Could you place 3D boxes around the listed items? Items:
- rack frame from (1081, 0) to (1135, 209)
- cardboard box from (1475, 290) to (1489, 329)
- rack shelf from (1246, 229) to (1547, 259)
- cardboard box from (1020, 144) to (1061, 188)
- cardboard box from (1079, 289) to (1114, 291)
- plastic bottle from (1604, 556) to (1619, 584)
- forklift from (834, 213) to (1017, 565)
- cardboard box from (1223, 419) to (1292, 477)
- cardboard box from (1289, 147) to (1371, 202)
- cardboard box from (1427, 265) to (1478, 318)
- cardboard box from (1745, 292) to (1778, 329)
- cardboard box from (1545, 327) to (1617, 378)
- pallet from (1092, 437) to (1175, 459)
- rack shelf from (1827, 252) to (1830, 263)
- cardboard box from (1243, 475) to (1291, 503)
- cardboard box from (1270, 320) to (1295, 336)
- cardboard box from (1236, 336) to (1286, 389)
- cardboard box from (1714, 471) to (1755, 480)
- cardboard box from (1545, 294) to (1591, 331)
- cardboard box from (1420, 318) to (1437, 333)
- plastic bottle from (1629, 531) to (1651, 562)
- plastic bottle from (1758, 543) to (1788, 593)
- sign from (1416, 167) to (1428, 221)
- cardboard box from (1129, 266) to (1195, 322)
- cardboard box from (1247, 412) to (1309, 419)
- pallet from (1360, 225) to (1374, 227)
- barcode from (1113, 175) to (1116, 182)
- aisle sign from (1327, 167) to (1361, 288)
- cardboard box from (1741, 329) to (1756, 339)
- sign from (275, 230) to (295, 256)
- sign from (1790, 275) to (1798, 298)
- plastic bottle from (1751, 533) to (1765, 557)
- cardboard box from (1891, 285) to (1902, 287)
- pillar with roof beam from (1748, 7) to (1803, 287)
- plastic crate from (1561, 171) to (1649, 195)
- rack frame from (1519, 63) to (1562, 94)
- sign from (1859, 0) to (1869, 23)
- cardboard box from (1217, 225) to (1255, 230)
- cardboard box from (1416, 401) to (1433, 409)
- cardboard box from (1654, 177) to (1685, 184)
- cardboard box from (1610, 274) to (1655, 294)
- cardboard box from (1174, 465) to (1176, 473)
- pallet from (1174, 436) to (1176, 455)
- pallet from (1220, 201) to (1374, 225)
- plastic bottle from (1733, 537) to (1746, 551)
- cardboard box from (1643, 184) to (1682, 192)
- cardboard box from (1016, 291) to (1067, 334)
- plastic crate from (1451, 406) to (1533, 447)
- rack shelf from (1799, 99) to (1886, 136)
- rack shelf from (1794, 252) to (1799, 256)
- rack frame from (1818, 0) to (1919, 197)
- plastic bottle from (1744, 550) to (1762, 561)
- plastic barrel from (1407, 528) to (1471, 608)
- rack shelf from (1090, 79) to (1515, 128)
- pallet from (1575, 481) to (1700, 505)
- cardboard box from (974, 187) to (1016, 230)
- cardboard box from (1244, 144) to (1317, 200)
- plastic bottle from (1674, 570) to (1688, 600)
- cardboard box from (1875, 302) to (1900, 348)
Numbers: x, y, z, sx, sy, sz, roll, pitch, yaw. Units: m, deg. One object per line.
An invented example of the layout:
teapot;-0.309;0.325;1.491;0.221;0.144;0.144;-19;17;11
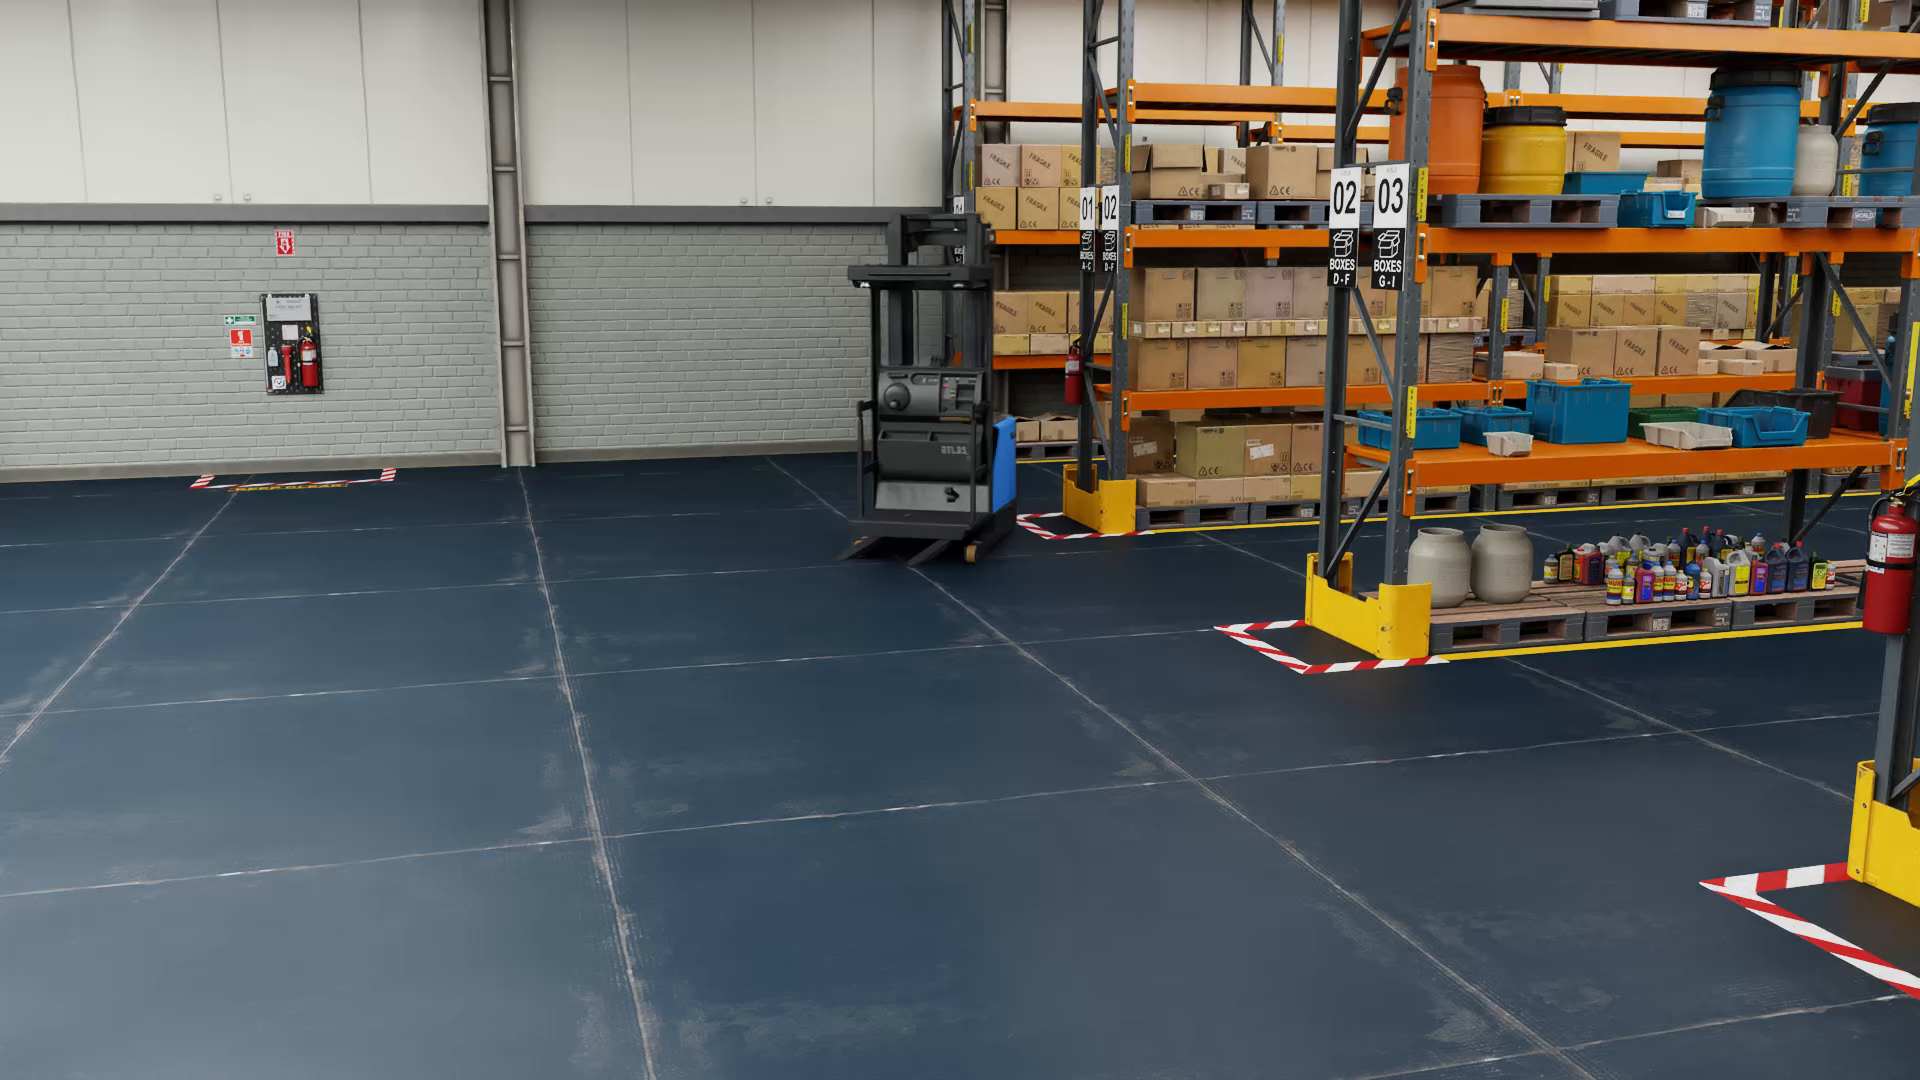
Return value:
rack frame;1.361;-4.590;15.331;0.127;3.000;1.000;-3;11;-16
cardboard box;6.677;-3.113;22.383;0.500;0.500;0.700;-4;11;-21
rack shelf;5.734;-3.926;21.993;4.000;0.370;1.077;-3;11;-16
cardboard box;0.907;-4.521;20.144;0.500;0.500;0.500;-3;11;-17
cardboard box;1.831;-2.943;21.238;0.500;0.500;0.500;-3;11;-15
plastic bottle;4.818;0.218;12.297;0.097;0.201;0.097;0;10;0
forklift;-0.307;-1.313;14.286;1.130;2.935;3.031;3;11;14
cardboard box;2.894;-0.905;16.243;0.500;0.500;0.500;-3;11;-16
cardboard box;3.585;-3.582;16.308;0.637;0.503;0.797;-2;11;-10
cardboard box;4.777;-2.506;16.719;0.500;0.500;0.700;-3;11;-16
cardboard box;11.122;-3.246;23.446;0.500;0.500;0.500;-3;11;-17
cardboard box;6.449;-1.954;17.305;0.500;0.500;0.500;-2;11;-12
pallet;2.005;-1.230;21.346;1.213;0.211;1.003;-3;11;-16
rack shelf;8.503;-2.204;12.638;4.000;0.370;1.077;-3;11;-16
cardboard box;2.897;-0.534;16.300;0.500;0.250;0.500;-3;11;-16
cardboard box;3.034;-2.056;16.067;0.250;0.149;0.380;-3;11;-17
cardboard box;2.794;-1.762;16.261;0.500;0.500;0.700;-3;11;-16
cardboard box;8.111;-0.803;17.764;0.500;0.250;0.500;-3;11;-17
cardboard box;8.192;-3.091;22.604;0.500;0.500;0.500;-3;11;-14
cardboard box;4.512;-2.134;16.488;0.250;0.149;0.380;-3;11;-18
plastic bottle;5.102;0.105;12.496;0.185;0.351;0.144;-3;11;-16
plastic bottle;5.861;0.198;11.993;0.185;0.351;0.144;-4;11;-19
sign;2.892;-2.163;10.402;0.005;0.325;0.100;-3;11;-16
cardboard box;1.864;-2.351;15.878;0.500;0.500;0.700;-3;11;-16
cardboard box;3.229;-1.020;16.870;0.500;0.500;0.500;-3;11;-16
pallet;5.431;-4.152;21.753;1.003;0.211;1.213;-3;11;-16
barcode;1.516;-3.500;16.088;0.075;0.075;0.001;-3;11;-16
aisle sign;2.590;-2.105;11.221;0.004;0.787;0.394;-3;11;-16
cardboard box;11.014;-2.911;23.418;0.250;0.149;0.380;-3;11;-15
sign;-7.777;-3.422;19.149;0.199;0.298;0.001;-3;11;-16
sign;11.656;-3.545;23.242;0.005;0.325;0.100;-3;11;-16
plastic bottle;6.154;0.084;12.829;0.097;0.271;0.097;0;10;0
cardboard box;14.153;-3.392;24.561;0.700;0.700;0.980;-3;11;-16
pillar with roof beam;13.128;-5.496;20.250;0.548;9.000;9.100;-3;11;-16
plastic crate;4.489;-2.395;11.734;0.575;0.384;0.392;-3;11;-16
rack frame;7.654;-5.856;22.206;0.127;3.000;1.000;-3;11;-16
sign;9.201;-5.436;16.908;0.005;0.325;0.100;-3;11;-16
cardboard box;3.395;-4.169;20.995;0.500;0.500;0.500;-3;11;-14
cardboard box;5.981;-1.811;22.494;0.500;0.500;0.700;-3;11;-16
cardboard box;9.604;-4.770;23.099;0.500;0.500;0.700;-3;11;-16
cardboard box;9.157;-3.511;22.815;0.500;0.250;0.500;-3;11;-16
cardboard box;2.270;-0.600;16.660;0.500;0.250;0.500;-3;11;-16
pallet;3.179;-1.292;21.684;1.213;0.211;1.003;-3;11;-16
pallet;3.221;-3.165;16.119;1.213;0.211;1.003;-3;11;-16
plastic bottle;5.882;0.118;12.612;0.133;0.283;0.061;-3;11;-16
cardboard box;7.055;-3.537;17.145;0.500;0.250;0.500;-4;11;-21
cardboard box;0.993;-2.801;20.468;0.500;0.500;0.500;-3;11;-16
plastic crate;3.764;-0.815;11.802;0.408;0.251;0.499;-3;11;-16
rack shelf;10.963;-4.546;18.181;4.000;0.370;1.077;-3;11;-16
rack shelf;13.415;-4.331;24.192;4.000;0.370;1.077;-3;11;-16
rack frame;6.583;-3.932;11.752;0.127;3.000;1.000;-3;11;-16
plastic bottle;5.795;0.210;12.133;0.135;0.276;0.152;-3;11;-16
plastic barrel;3.353;0.192;11.636;0.421;0.512;0.421;0;10;0
rack shelf;3.281;-4.141;15.982;4.000;0.370;1.077;-3;11;-16
pallet;7.072;-0.578;17.804;1.213;0.211;1.003;-3;11;-16
cardboard box;0.364;-4.009;20.124;0.500;0.500;0.500;-3;11;-14
cardboard box;3.032;-3.476;15.741;0.500;0.500;0.500;-3;11;-16
plastic bottle;5.090;0.316;11.762;0.097;0.201;0.097;0;10;0
cardboard box;10.547;-2.365;18.377;0.500;0.500;0.700;-1;10;-5
